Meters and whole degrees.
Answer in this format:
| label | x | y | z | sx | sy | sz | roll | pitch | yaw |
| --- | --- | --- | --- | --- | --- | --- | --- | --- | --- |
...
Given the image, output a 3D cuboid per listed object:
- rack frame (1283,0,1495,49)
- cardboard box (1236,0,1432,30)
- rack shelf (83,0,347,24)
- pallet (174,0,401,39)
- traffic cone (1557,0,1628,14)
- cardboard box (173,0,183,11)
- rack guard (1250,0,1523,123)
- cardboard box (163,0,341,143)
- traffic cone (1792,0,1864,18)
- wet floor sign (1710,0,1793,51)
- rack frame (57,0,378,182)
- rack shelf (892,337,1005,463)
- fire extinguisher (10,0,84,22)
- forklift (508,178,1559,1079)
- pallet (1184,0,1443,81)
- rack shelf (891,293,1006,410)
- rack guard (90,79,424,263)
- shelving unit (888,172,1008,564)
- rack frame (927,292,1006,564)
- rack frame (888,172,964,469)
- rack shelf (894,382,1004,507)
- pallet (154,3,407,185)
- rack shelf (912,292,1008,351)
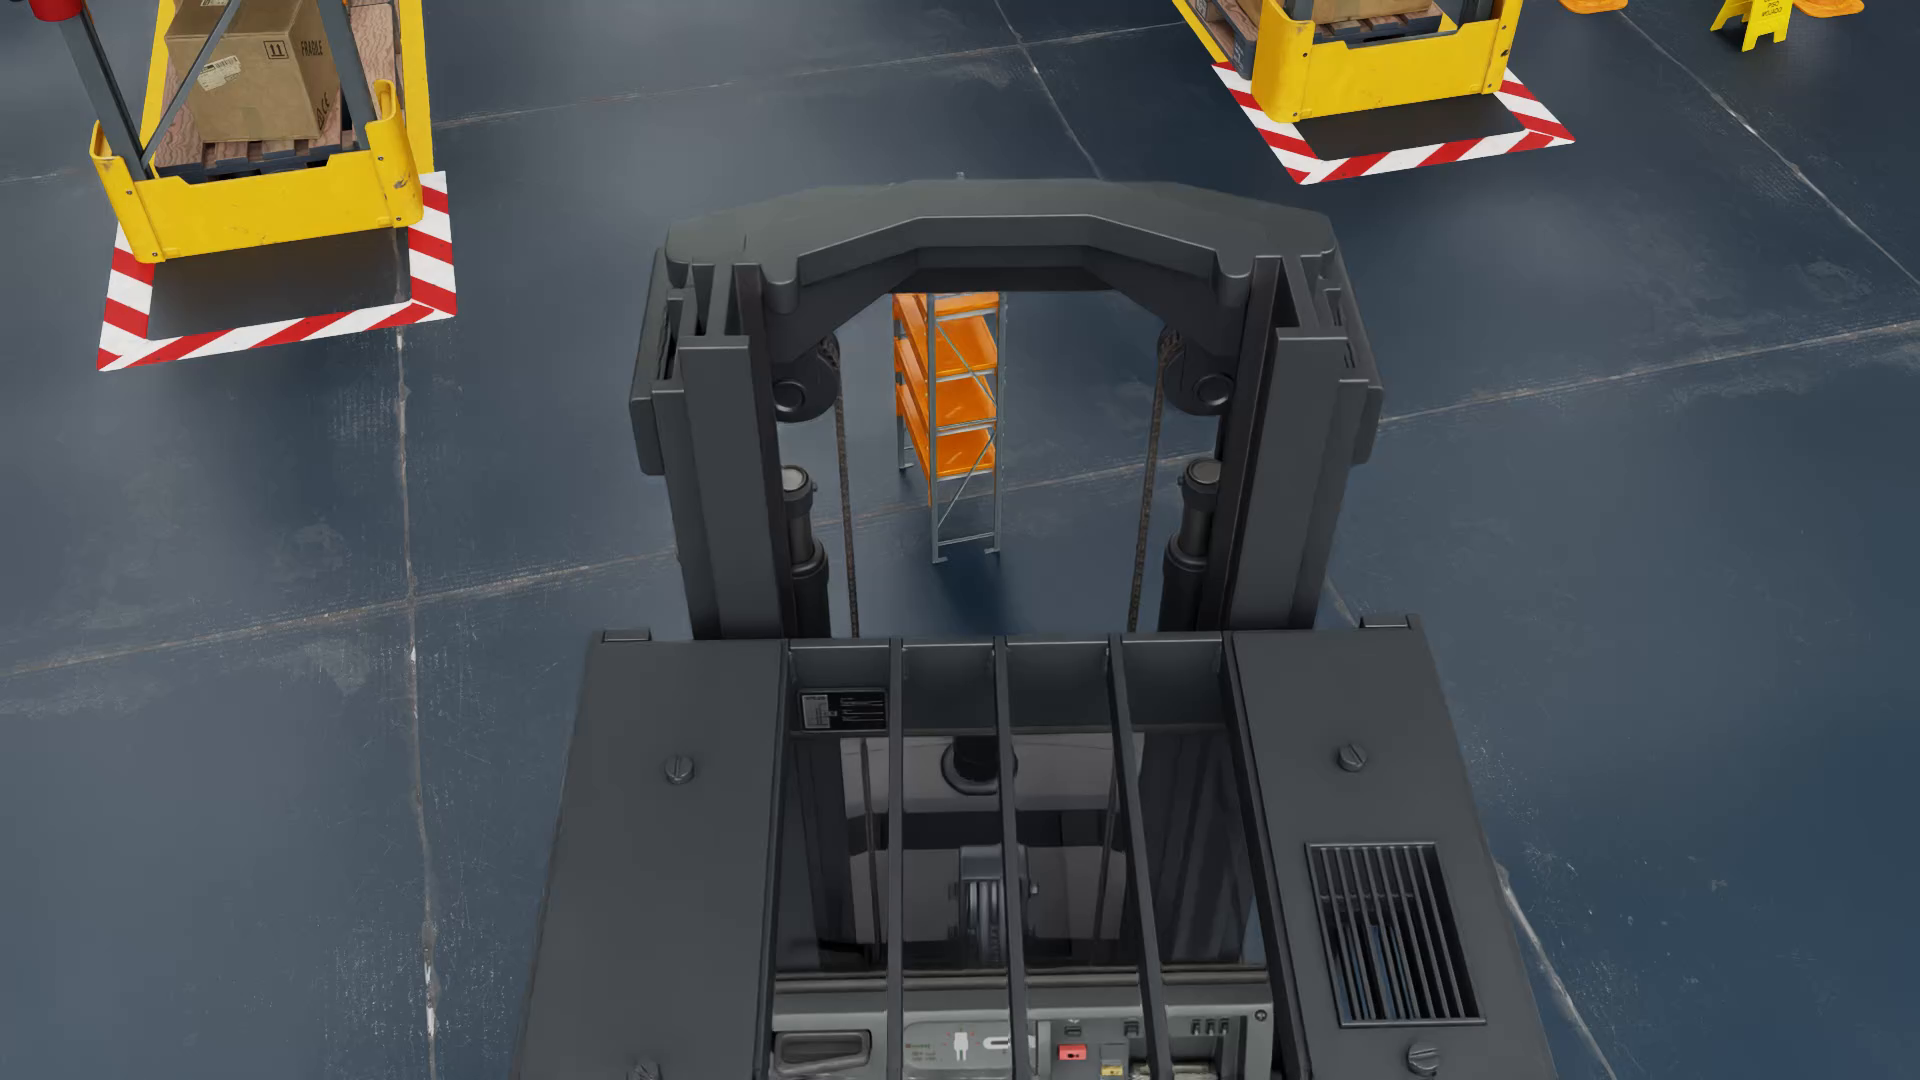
| label | x | y | z | sx | sy | sz | roll | pitch | yaw |
| --- | --- | --- | --- | --- | --- | --- | --- | --- | --- |
| rack frame | 1.952 | -3.192 | 6.778 | 1.000 | 3.000 | 0.127 | -11 | 47 | -10 |
| cardboard box | 1.715 | -3.051 | 7.834 | 0.875 | 0.875 | 0.875 | -10 | 47 | -10 |
| rack shelf | -3.380 | -3.484 | 7.568 | 1.077 | 0.370 | 4.000 | -11 | 47 | -10 |
| pallet | -3.370 | -2.839 | 8.385 | 1.003 | 0.211 | 1.213 | -11 | 47 | -10 |
| traffic cone | 3.189 | -2.930 | 8.298 | 0.336 | 0.463 | 0.334 | -11 | 47 | -10 |
| cardboard box | -3.198 | -2.468 | 7.524 | 0.500 | 0.500 | 0.500 | 0 | 46 | 0 |
| rack guard | 1.958 | -2.300 | 7.654 | 1.175 | 0.500 | 0.348 | -11 | 47 | -10 |
| cardboard box | -3.012 | -2.061 | 7.126 | 0.500 | 0.500 | 0.500 | -3 | 46 | -3 |
| traffic cone | 4.368 | -2.902 | 8.270 | 0.336 | 0.463 | 0.334 | -11 | 47 | -10 |
| wet floor sign | 3.874 | -2.710 | 7.954 | 0.267 | 0.644 | 0.232 | -18 | 48 | -17 |
| rack frame | -2.868 | -2.355 | 5.958 | 1.000 | 3.000 | 0.127 | -11 | 47 | -10 |
| rack shelf | -0.042 | -0.487 | 5.482 | 0.258 | 0.148 | 0.480 | -11 | 47 | -10 |
| fire extinguisher | -3.284 | -2.165 | 5.825 | 0.296 | 0.674 | 0.183 | -11 | 47 | -10 |
| forklift | 0.069 | 1.043 | 2.676 | 1.130 | 2.935 | 3.031 | -1 | 46 | -1 |
| pallet | 1.672 | -2.754 | 8.301 | 1.003 | 0.211 | 1.213 | -11 | 47 | -10 |
| rack shelf | -0.042 | -0.644 | 5.322 | 0.258 | 0.148 | 0.480 | -11 | 47 | -10 |
| rack guard | -2.888 | -1.532 | 6.902 | 1.175 | 0.500 | 0.348 | -11 | 47 | -10 |
| shelving unit | -0.042 | -0.534 | 5.433 | 0.258 | 1.200 | 0.503 | -11 | 47 | -10 |
| rack frame | 0.020 | -0.366 | 5.268 | 0.240 | 1.200 | 0.015 | -11 | 47 | -10 |
| rack frame | -0.105 | -0.703 | 5.599 | 0.240 | 1.200 | 0.015 | -11 | 47 | -10 |
| rack shelf | -0.042 | -0.348 | 5.623 | 0.258 | 0.148 | 0.480 | -11 | 47 | -10 |
| pallet | -3.062 | -1.999 | 7.561 | 1.003 | 0.211 | 1.213 | -11 | 47 | -10 |
| rack shelf | -0.042 | -0.809 | 5.153 | 0.258 | 0.148 | 0.480 | -11 | 47 | -10 |
